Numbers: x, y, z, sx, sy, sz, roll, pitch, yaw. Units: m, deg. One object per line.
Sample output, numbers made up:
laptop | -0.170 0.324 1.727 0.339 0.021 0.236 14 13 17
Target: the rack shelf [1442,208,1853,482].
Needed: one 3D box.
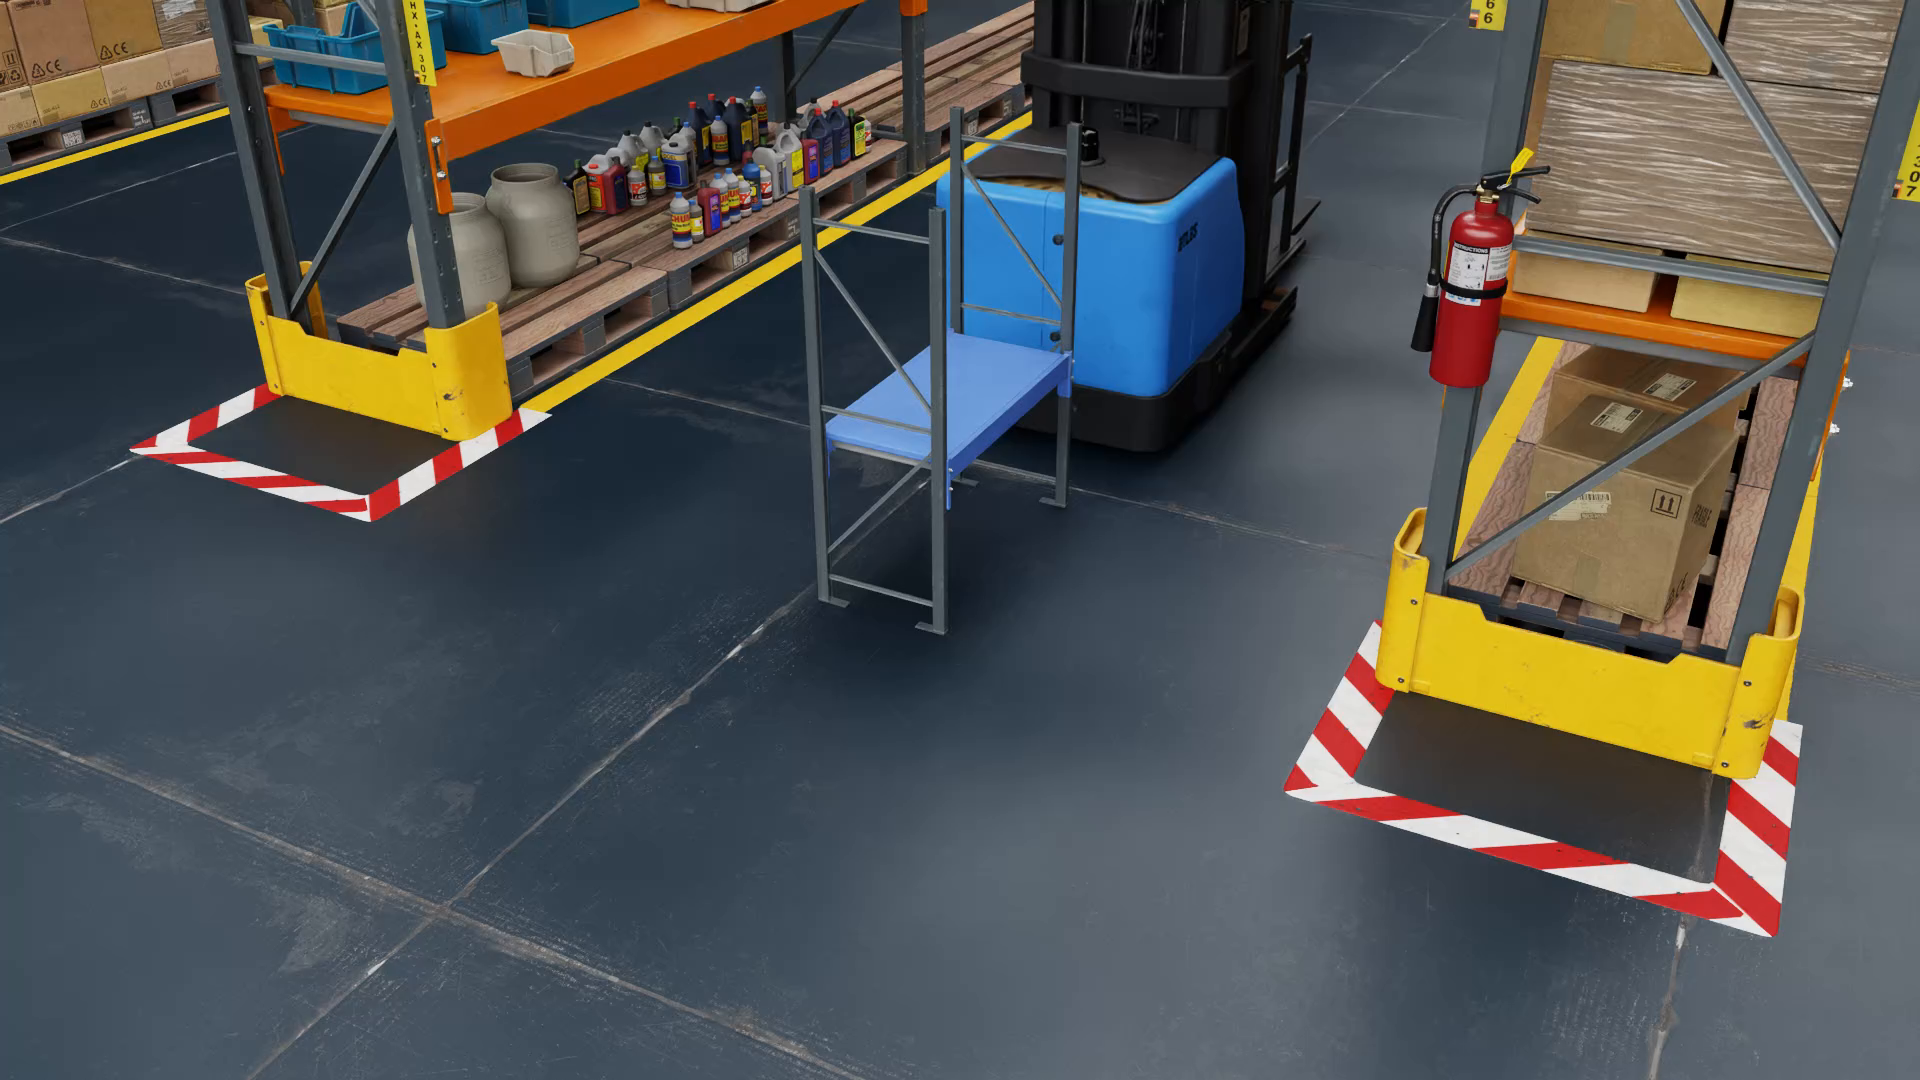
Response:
rack shelf | 2.817 -1.319 6.257 1.077 0.370 4.000 14 33 23

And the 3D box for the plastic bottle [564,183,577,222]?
plastic bottle | -2.057 -1.759 8.669 0.097 0.201 0.097 0 30 0

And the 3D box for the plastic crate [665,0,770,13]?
plastic crate | -1.196 -2.750 8.291 0.530 0.136 0.437 14 33 23

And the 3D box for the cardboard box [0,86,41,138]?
cardboard box | -6.016 -2.614 10.130 0.500 0.250 0.500 14 33 23

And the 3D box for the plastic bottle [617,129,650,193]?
plastic bottle | -1.783 -2.065 9.052 0.144 0.351 0.185 16 33 25

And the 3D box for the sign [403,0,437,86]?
sign | -2.016 -1.861 6.201 0.100 0.325 0.005 14 33 23

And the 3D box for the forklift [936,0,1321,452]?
forklift | 0.991 -2.337 7.377 1.130 2.935 3.031 14 33 22

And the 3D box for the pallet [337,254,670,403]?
pallet | -2.136 -1.062 7.888 1.003 0.211 1.213 14 33 23

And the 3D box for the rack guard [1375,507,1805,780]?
rack guard | 1.940 0.306 5.215 1.175 0.500 0.348 14 33 23

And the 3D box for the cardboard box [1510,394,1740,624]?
cardboard box | 2.205 -0.116 5.528 0.500 0.500 0.500 21 36 32

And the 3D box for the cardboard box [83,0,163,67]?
cardboard box | -5.568 -3.385 10.719 0.500 0.500 0.500 14 33 23

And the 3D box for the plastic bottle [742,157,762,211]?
plastic bottle | -1.106 -1.895 8.836 0.097 0.271 0.097 0 30 0

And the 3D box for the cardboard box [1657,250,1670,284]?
cardboard box | 1.966 -0.919 5.091 0.380 0.149 0.250 14 33 23

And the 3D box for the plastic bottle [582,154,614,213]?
plastic bottle | -1.918 -1.897 8.834 0.152 0.276 0.135 15 33 24

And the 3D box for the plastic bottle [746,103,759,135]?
plastic bottle | -1.263 -2.532 10.015 0.097 0.201 0.097 0 30 0

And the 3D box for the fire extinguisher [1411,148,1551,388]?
fire extinguisher | 1.443 -0.765 4.647 0.296 0.674 0.183 14 33 23

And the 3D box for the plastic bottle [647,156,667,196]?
plastic bottle | -1.655 -1.992 9.076 0.097 0.201 0.097 0 30 0

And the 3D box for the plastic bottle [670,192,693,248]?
plastic bottle | -1.400 -1.609 8.337 0.097 0.271 0.097 0 30 0

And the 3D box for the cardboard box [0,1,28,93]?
cardboard box | -6.027 -2.942 9.948 0.500 0.500 0.500 14 33 23

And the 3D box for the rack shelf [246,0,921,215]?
rack shelf | -1.592 -2.443 8.214 1.077 0.370 4.000 14 33 23

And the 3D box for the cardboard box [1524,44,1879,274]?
cardboard box | 2.181 -1.154 4.849 0.875 0.500 0.500 14 33 23

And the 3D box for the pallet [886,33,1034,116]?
pallet | 0.197 -3.332 11.840 1.003 0.211 1.213 14 33 23

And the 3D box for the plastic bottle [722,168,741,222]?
plastic bottle | -1.198 -1.805 8.679 0.097 0.271 0.097 0 30 0

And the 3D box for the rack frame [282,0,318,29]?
rack frame | -5.089 -4.767 11.539 1.000 3.000 0.127 14 33 23

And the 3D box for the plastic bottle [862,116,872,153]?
plastic bottle | -0.569 -2.387 9.763 0.097 0.201 0.097 0 30 0

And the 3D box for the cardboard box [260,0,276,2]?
cardboard box | -5.160 -4.244 12.405 0.500 0.311 0.500 14 33 23

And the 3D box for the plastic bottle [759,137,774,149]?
plastic bottle | -1.056 -2.087 9.158 0.061 0.283 0.133 14 33 23

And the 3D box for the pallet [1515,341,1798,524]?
pallet | 2.899 -0.460 6.839 1.003 0.211 1.213 14 33 23

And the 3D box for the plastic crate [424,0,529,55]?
plastic crate | -2.241 -2.380 7.532 0.499 0.251 0.408 14 33 23

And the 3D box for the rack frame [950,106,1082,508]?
rack frame | 0.193 -0.838 6.203 0.500 1.500 0.032 14 33 23

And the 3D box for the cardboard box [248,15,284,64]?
cardboard box | -5.106 -3.501 11.674 0.500 0.250 0.500 14 33 23

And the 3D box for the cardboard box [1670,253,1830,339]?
cardboard box | 2.248 -0.708 4.723 0.380 0.149 0.250 14 33 23

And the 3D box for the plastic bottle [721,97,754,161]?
plastic bottle | -1.290 -2.387 9.613 0.144 0.351 0.185 14 33 23

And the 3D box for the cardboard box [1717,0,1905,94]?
cardboard box | 2.399 -1.532 4.503 0.500 0.500 0.500 14 33 23

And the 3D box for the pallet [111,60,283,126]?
pallet | -5.489 -3.214 11.636 1.003 0.211 1.213 14 33 23

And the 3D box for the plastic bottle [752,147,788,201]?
plastic bottle | -1.030 -2.001 9.015 0.152 0.276 0.135 15 33 24

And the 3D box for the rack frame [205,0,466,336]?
rack frame | -2.503 -1.868 6.491 1.000 3.000 0.127 14 33 23

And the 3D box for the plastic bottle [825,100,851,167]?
plastic bottle | -0.718 -2.333 9.518 0.144 0.351 0.185 13 32 22

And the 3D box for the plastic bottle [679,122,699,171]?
plastic bottle | -1.538 -2.228 9.415 0.097 0.271 0.097 0 30 0

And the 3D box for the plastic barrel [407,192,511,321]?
plastic barrel | -2.272 -1.280 7.544 0.421 0.512 0.421 0 30 0

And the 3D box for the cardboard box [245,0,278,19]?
cardboard box | -5.158 -4.006 12.553 0.500 0.250 0.500 14 33 23

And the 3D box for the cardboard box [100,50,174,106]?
cardboard box | -5.557 -3.057 10.900 0.500 0.250 0.500 14 33 23

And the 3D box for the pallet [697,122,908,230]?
pallet | -1.024 -2.144 9.771 1.003 0.211 1.213 14 33 23

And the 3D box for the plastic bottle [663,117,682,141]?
plastic bottle | -1.617 -2.243 9.430 0.061 0.283 0.133 16 33 25

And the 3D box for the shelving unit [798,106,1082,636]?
shelving unit | -0.039 -0.613 5.811 0.538 1.500 1.048 14 33 23

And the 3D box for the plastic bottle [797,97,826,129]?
plastic bottle | -0.846 -2.365 9.575 0.144 0.351 0.185 14 33 23

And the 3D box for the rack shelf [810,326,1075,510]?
rack shelf | -0.039 -0.457 5.900 0.538 0.185 1.000 14 33 23

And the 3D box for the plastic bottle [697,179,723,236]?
plastic bottle | -1.281 -1.710 8.502 0.061 0.283 0.133 15 33 24

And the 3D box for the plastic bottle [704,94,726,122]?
plastic bottle | -1.418 -2.420 9.670 0.144 0.351 0.185 15 33 25

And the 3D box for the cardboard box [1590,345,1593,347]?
cardboard box | 2.749 -0.662 6.478 0.500 0.500 0.500 18 34 28

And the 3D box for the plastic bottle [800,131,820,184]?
plastic bottle | -0.843 -2.137 9.244 0.061 0.283 0.133 17 34 27
